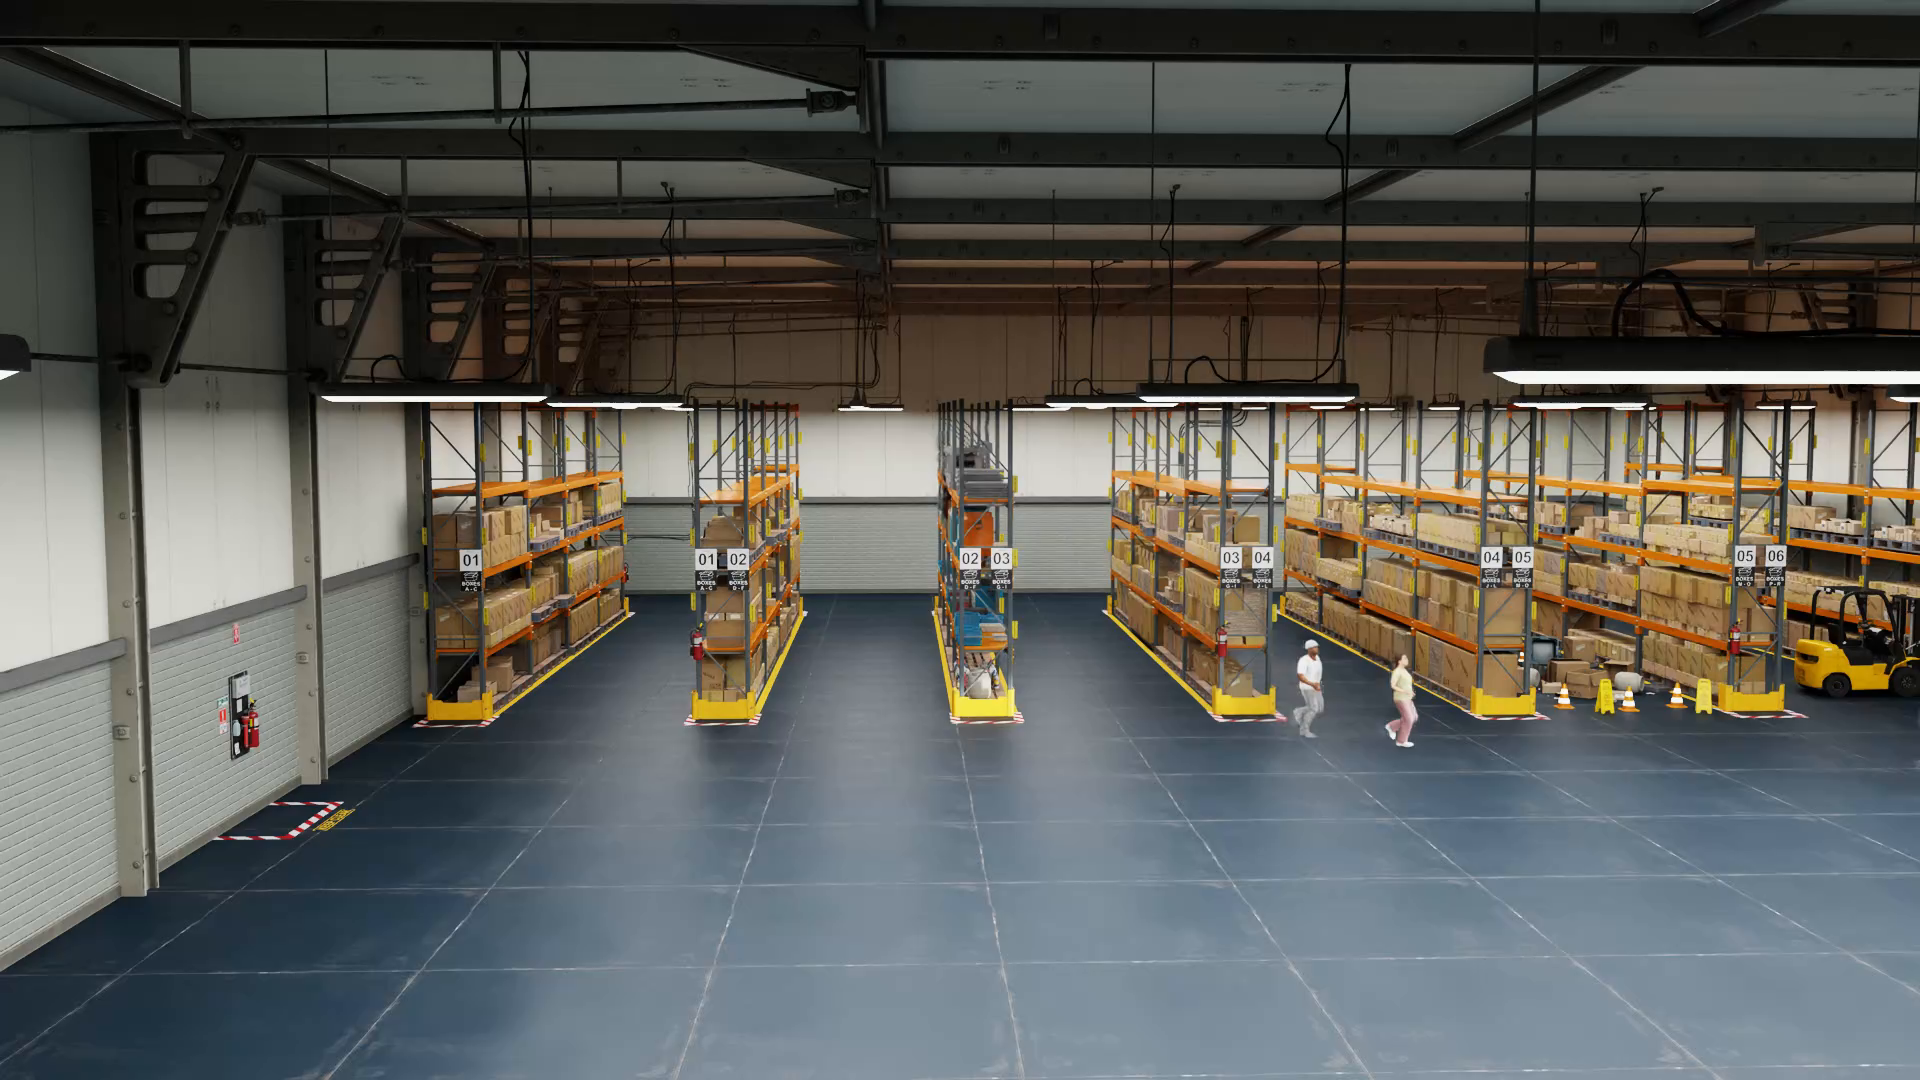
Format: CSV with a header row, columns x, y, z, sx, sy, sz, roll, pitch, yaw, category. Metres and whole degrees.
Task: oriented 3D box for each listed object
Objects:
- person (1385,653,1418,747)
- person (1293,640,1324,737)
x,y,z,sx,sy,sz,roll,pitch,yaw,category
7.579,2.738,28.600,0.567,1.620,0.578,3,5,34,person
6.211,2.625,29.536,0.666,1.729,0.726,4,6,40,person
